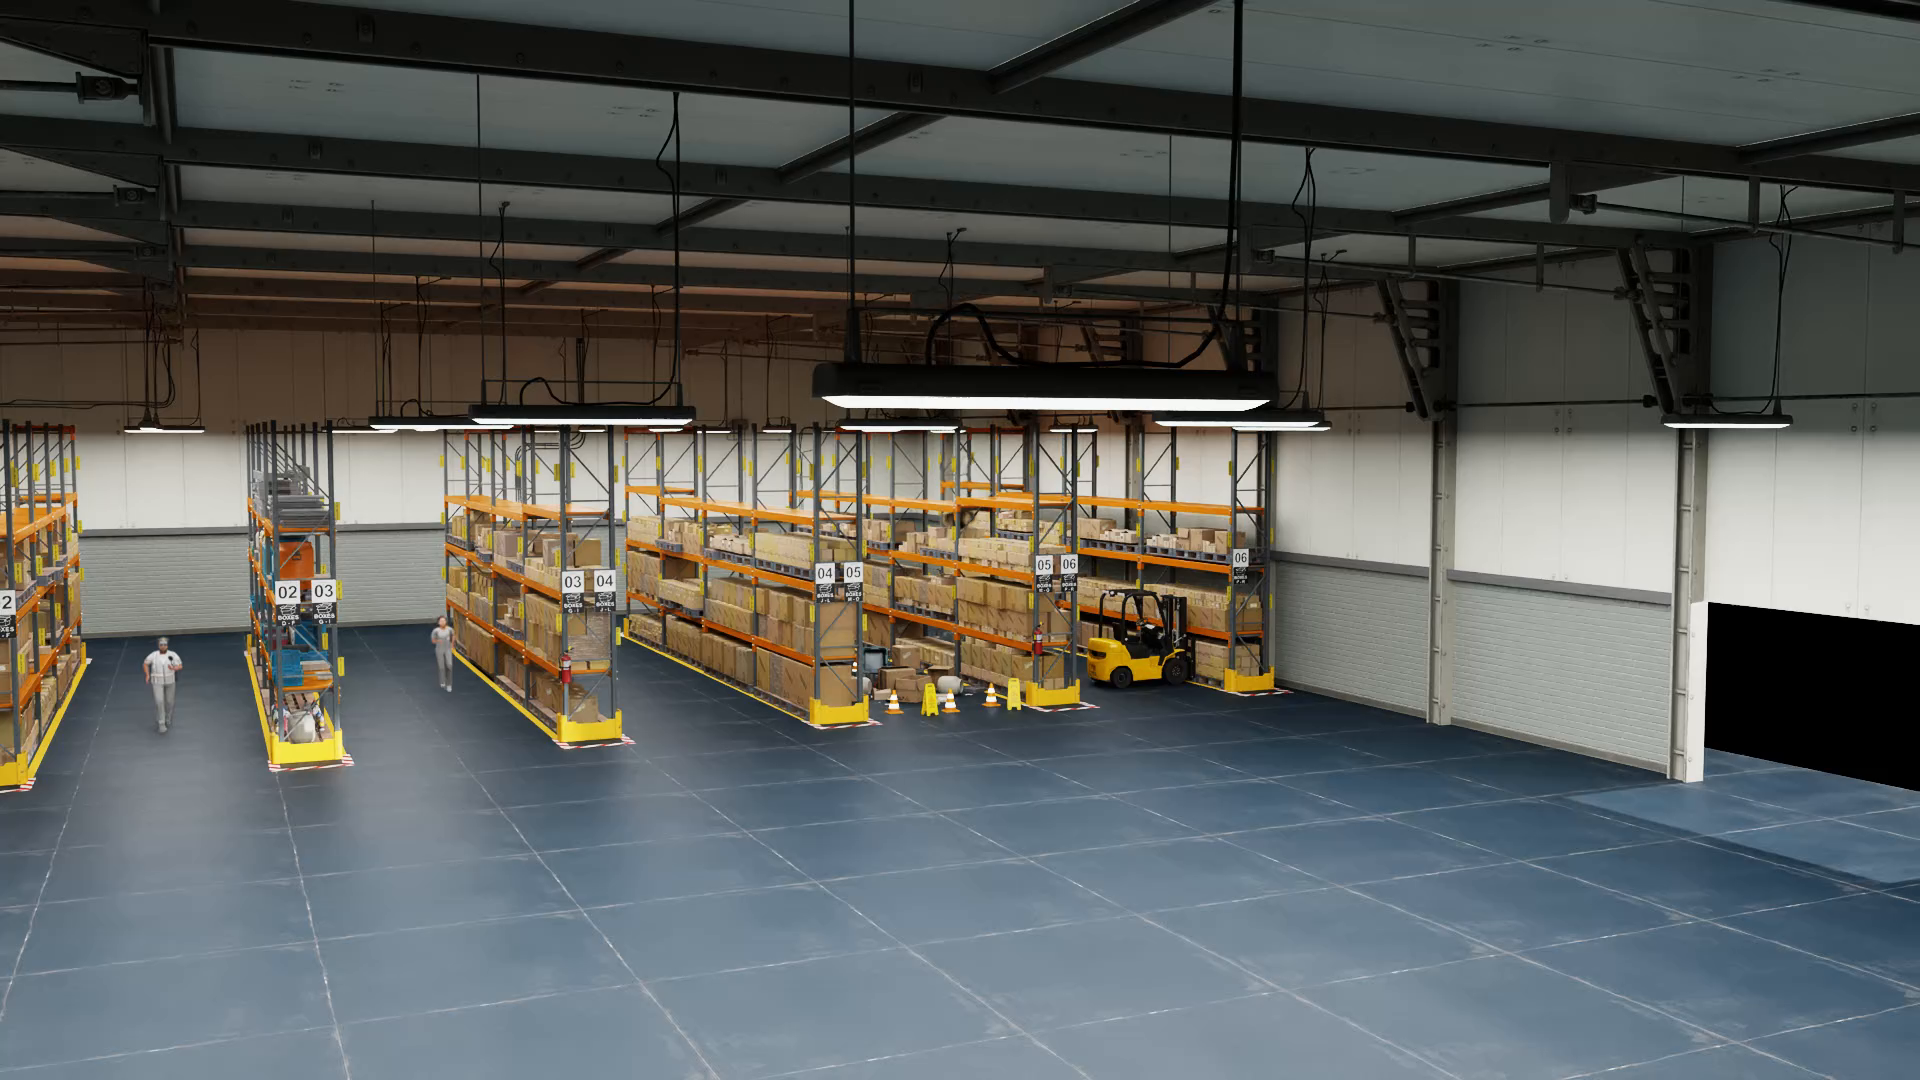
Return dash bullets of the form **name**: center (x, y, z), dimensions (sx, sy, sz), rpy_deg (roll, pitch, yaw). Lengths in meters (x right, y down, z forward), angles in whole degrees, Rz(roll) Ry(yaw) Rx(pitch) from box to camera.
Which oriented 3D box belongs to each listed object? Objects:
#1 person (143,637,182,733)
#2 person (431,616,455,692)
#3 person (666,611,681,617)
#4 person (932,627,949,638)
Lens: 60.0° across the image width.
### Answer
- **person**: center (-15.522, 2.789, 32.423), dimensions (0.656, 1.796, 0.954), rpy_deg (-2, 4, -34)
- **person**: center (-11.611, 2.557, 37.391), dimensions (0.546, 1.725, 0.759), rpy_deg (-1, 4, -22)
- **person**: center (-8.444, 1.832, 49.196), dimensions (0.627, 1.677, 0.646), rpy_deg (2, 4, 34)
- **person**: center (-0.535, 2.022, 46.695), dimensions (0.548, 1.556, 0.813), rpy_deg (-3, 5, -41)
